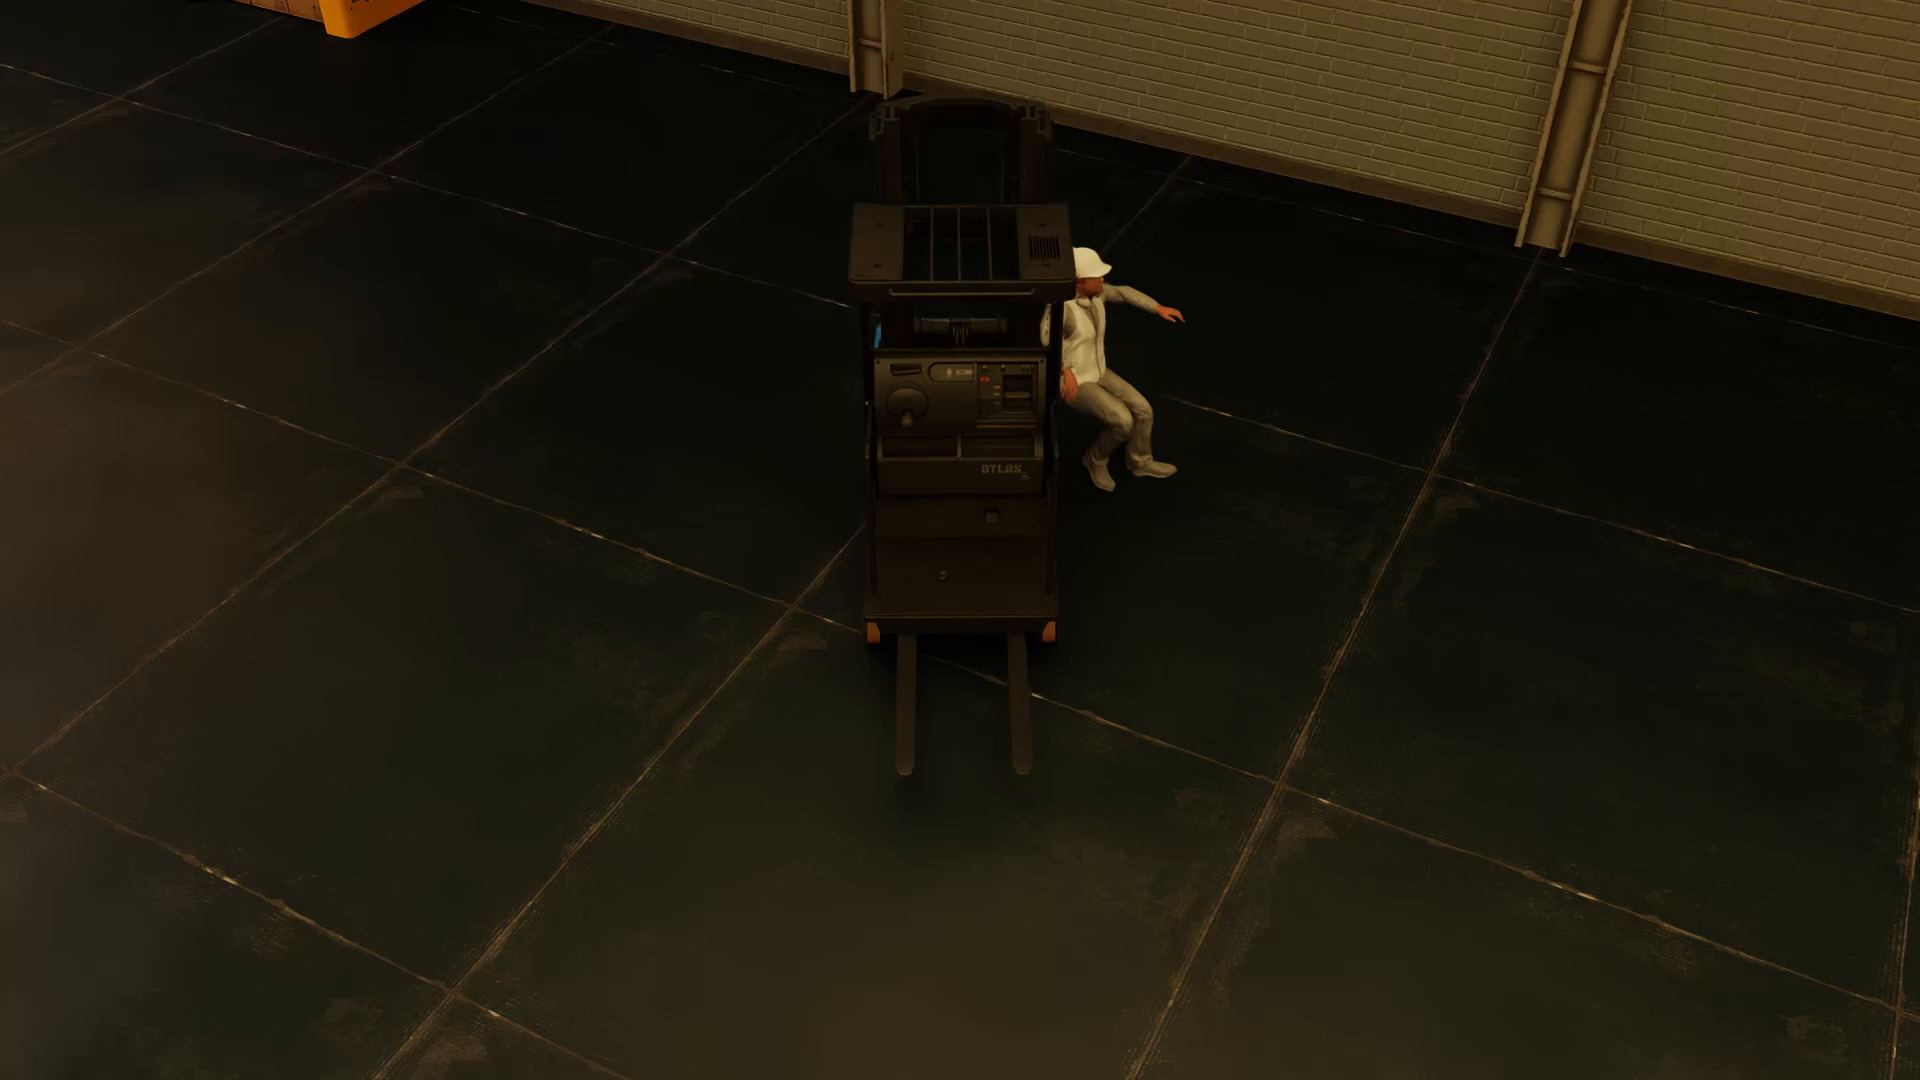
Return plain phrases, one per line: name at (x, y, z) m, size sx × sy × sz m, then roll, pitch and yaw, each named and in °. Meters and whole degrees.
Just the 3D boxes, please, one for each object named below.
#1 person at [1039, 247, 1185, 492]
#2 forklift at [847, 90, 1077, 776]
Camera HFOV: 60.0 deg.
person at (0.930, -1.020, 10.284) m, size 0.880 × 1.547 × 1.044 m, roll 18°, pitch 43°, yaw 21°
forklift at (0.006, -0.728, 8.851) m, size 1.130 × 2.935 × 3.031 m, roll 0°, pitch 40°, yaw 0°
